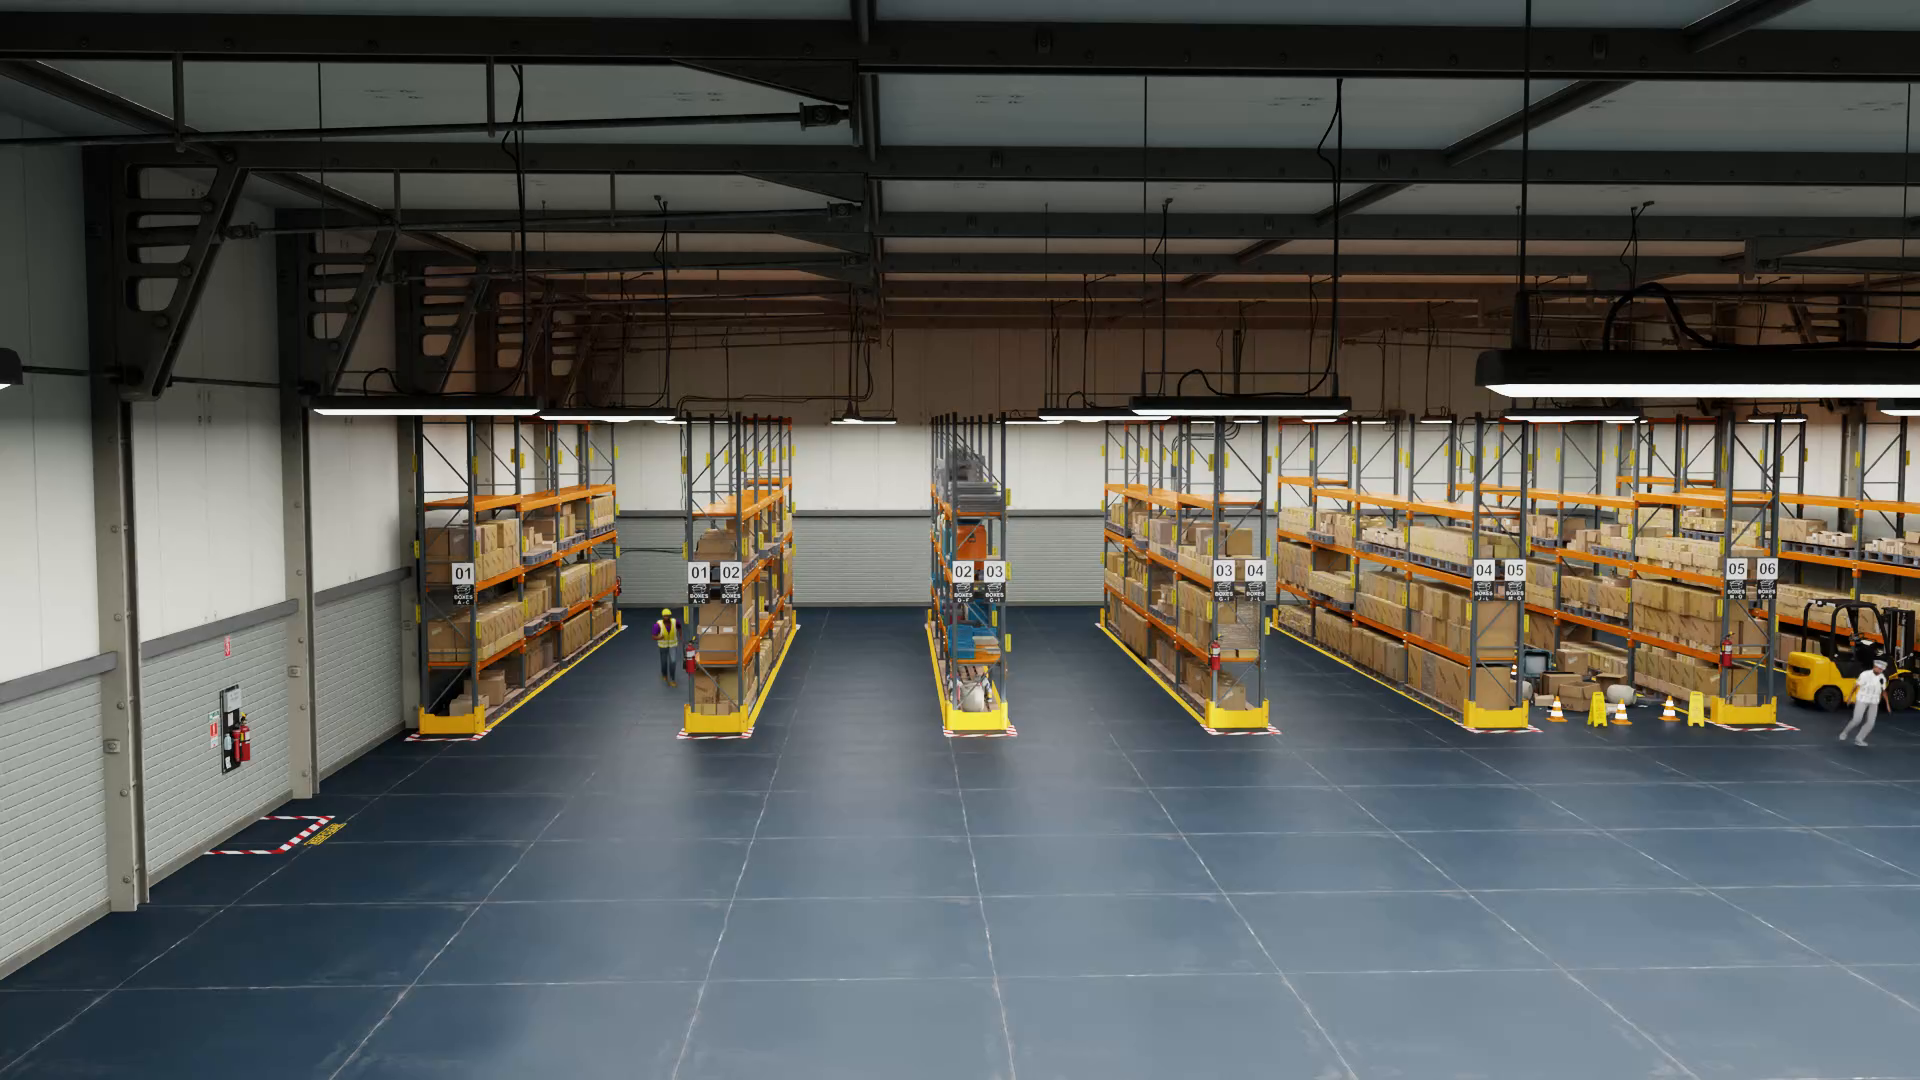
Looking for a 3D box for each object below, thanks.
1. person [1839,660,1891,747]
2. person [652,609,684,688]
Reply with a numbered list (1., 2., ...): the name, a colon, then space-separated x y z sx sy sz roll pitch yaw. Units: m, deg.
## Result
1. person: 16.189 2.901 29.725 0.715 1.582 0.633 0 4 1
2. person: -6.442 2.360 36.691 0.715 1.734 0.983 -1 4 -11
